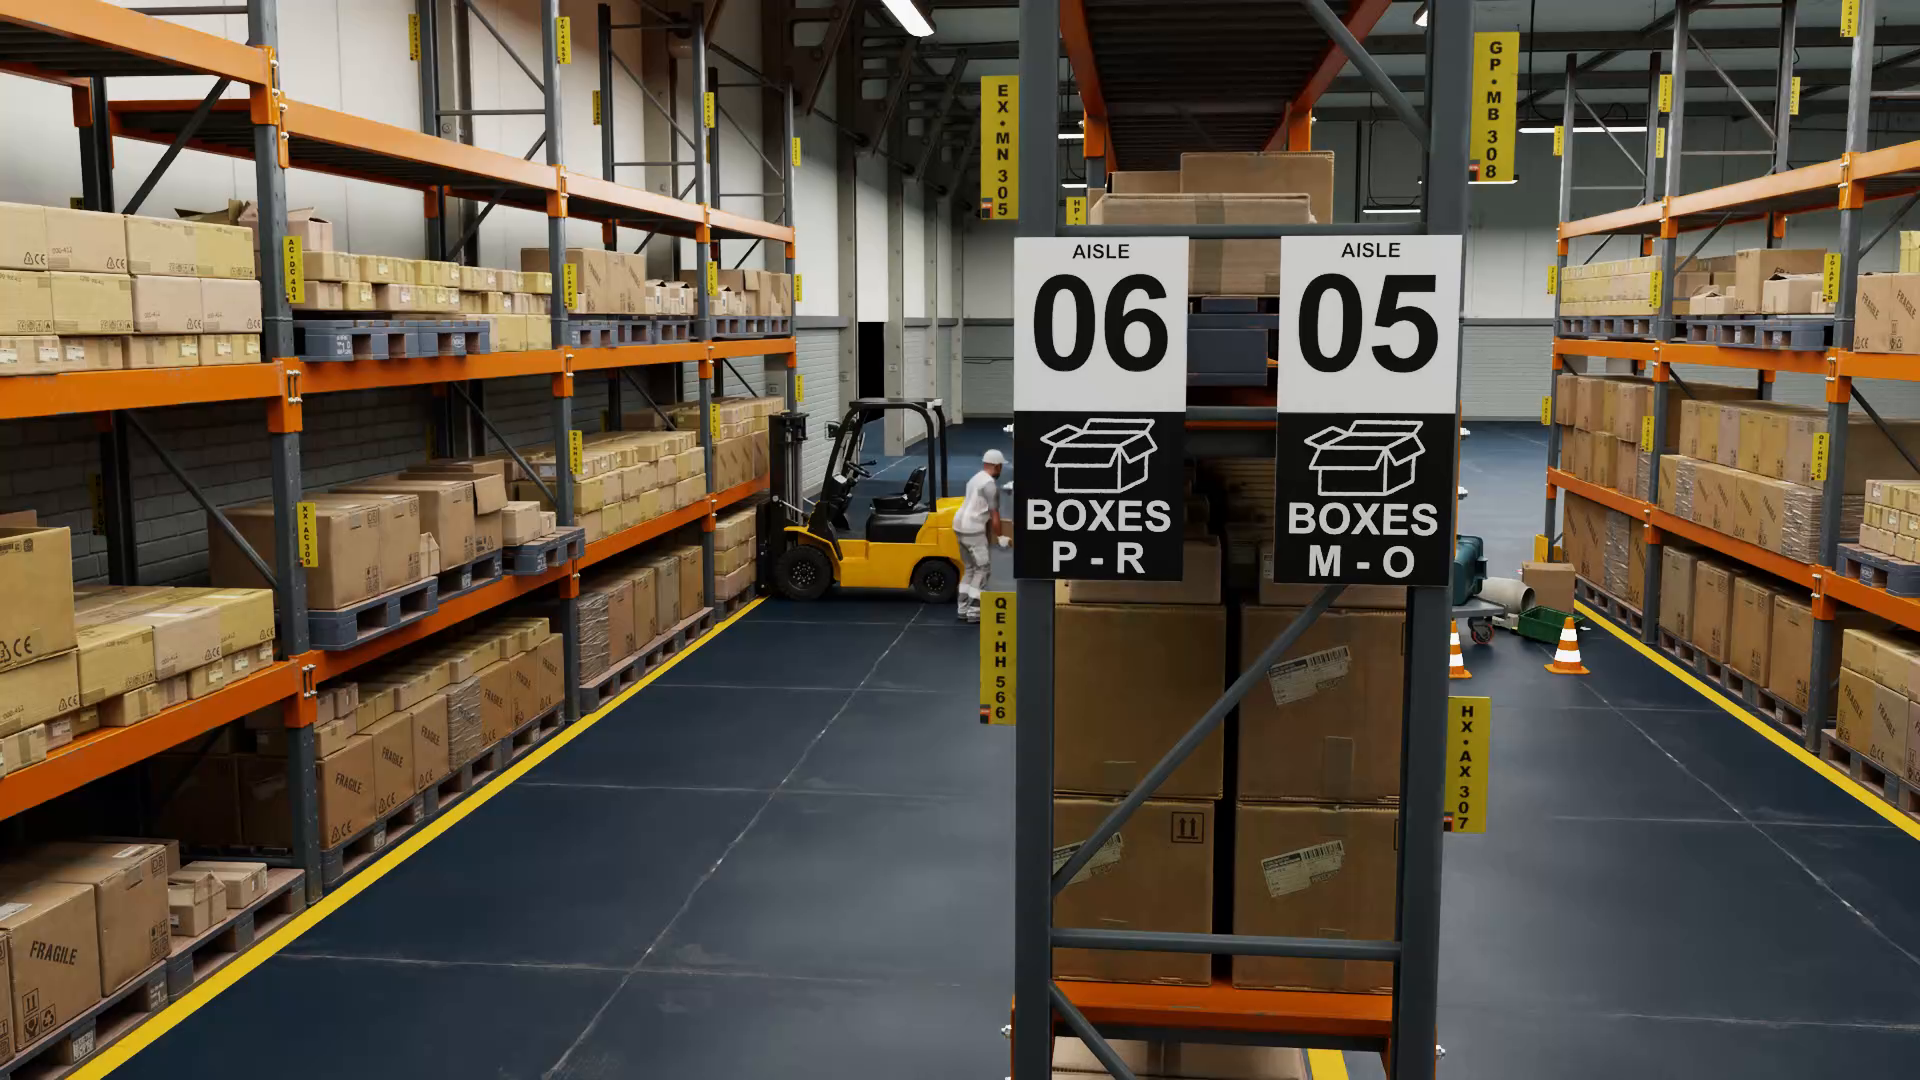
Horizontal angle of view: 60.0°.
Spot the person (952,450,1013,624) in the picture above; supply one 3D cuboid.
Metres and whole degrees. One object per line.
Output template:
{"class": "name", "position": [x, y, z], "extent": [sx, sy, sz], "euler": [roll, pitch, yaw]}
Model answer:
{"class": "person", "position": [0.229, -0.047, 16.789], "extent": [0.609, 1.726, 0.490], "euler": [-3, 8, -24]}
